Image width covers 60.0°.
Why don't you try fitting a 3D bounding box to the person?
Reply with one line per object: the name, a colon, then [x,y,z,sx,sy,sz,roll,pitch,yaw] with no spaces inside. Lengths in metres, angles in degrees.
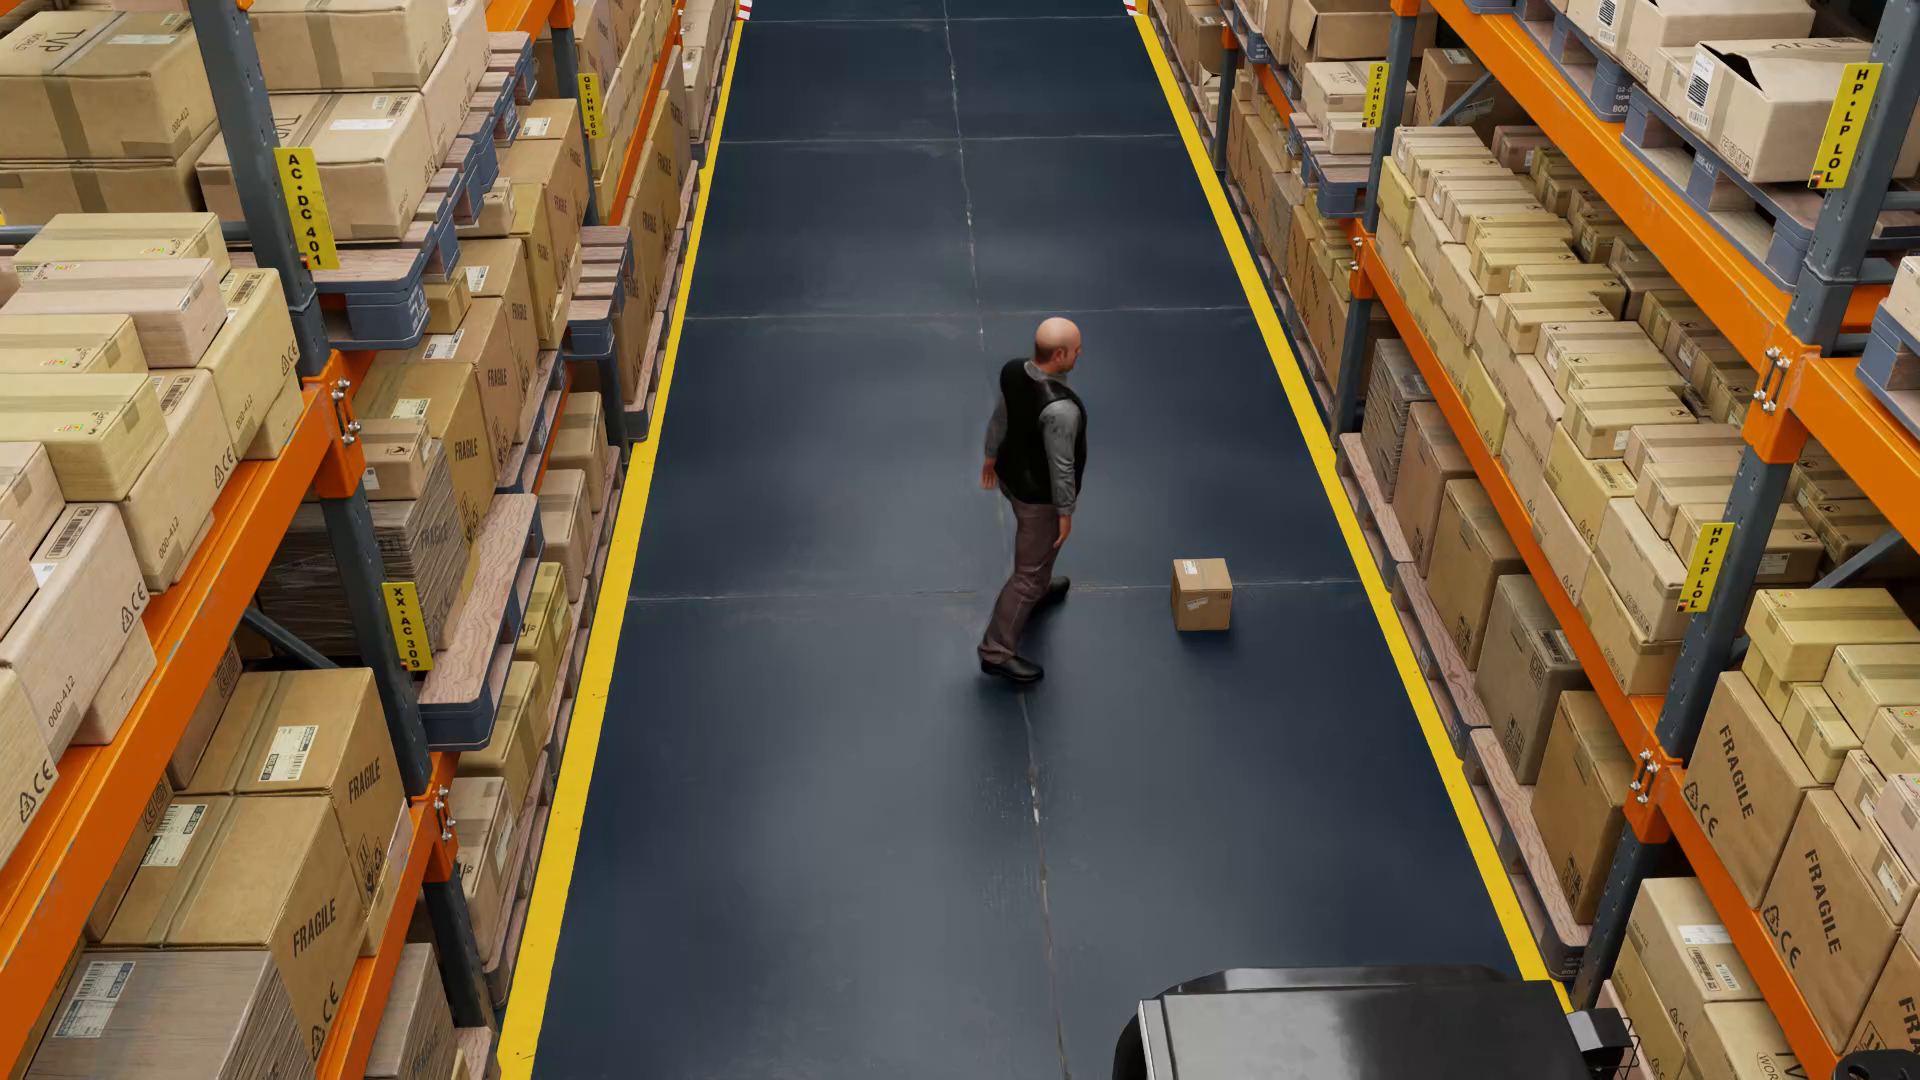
person: [0.346,-0.220,7.485,0.681,1.708,0.669,-14,37,-19]
